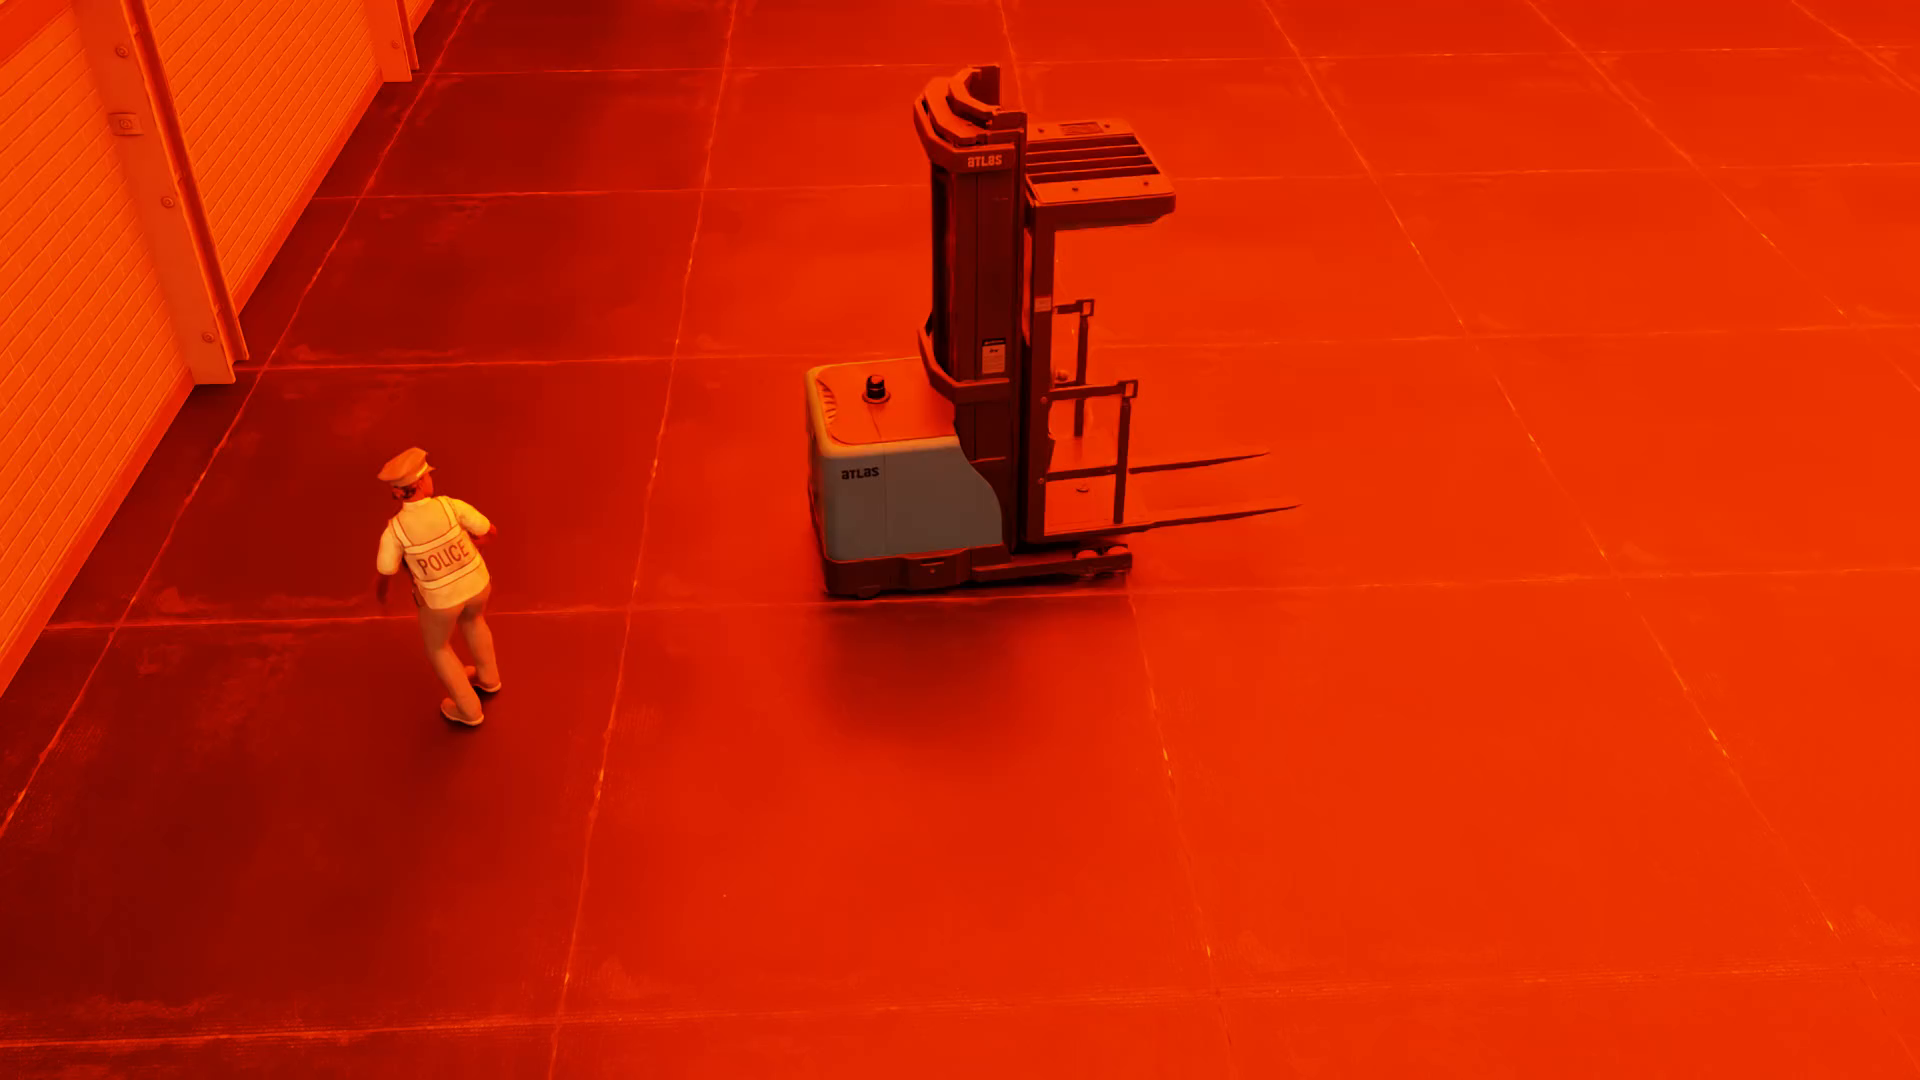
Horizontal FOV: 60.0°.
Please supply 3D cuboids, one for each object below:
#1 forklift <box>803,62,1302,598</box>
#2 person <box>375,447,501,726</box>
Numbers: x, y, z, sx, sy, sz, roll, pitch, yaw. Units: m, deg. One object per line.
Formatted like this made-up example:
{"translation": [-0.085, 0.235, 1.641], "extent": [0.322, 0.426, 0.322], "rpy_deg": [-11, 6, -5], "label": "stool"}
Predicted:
{"translation": [0.600, -1.258, 9.737], "extent": [3.031, 2.935, 1.130], "rpy_deg": [-6, 37, -9], "label": "forklift"}
{"translation": [-2.750, 0.253, 8.773], "extent": [0.651, 1.640, 0.483], "rpy_deg": [-28, 44, -33], "label": "person"}
